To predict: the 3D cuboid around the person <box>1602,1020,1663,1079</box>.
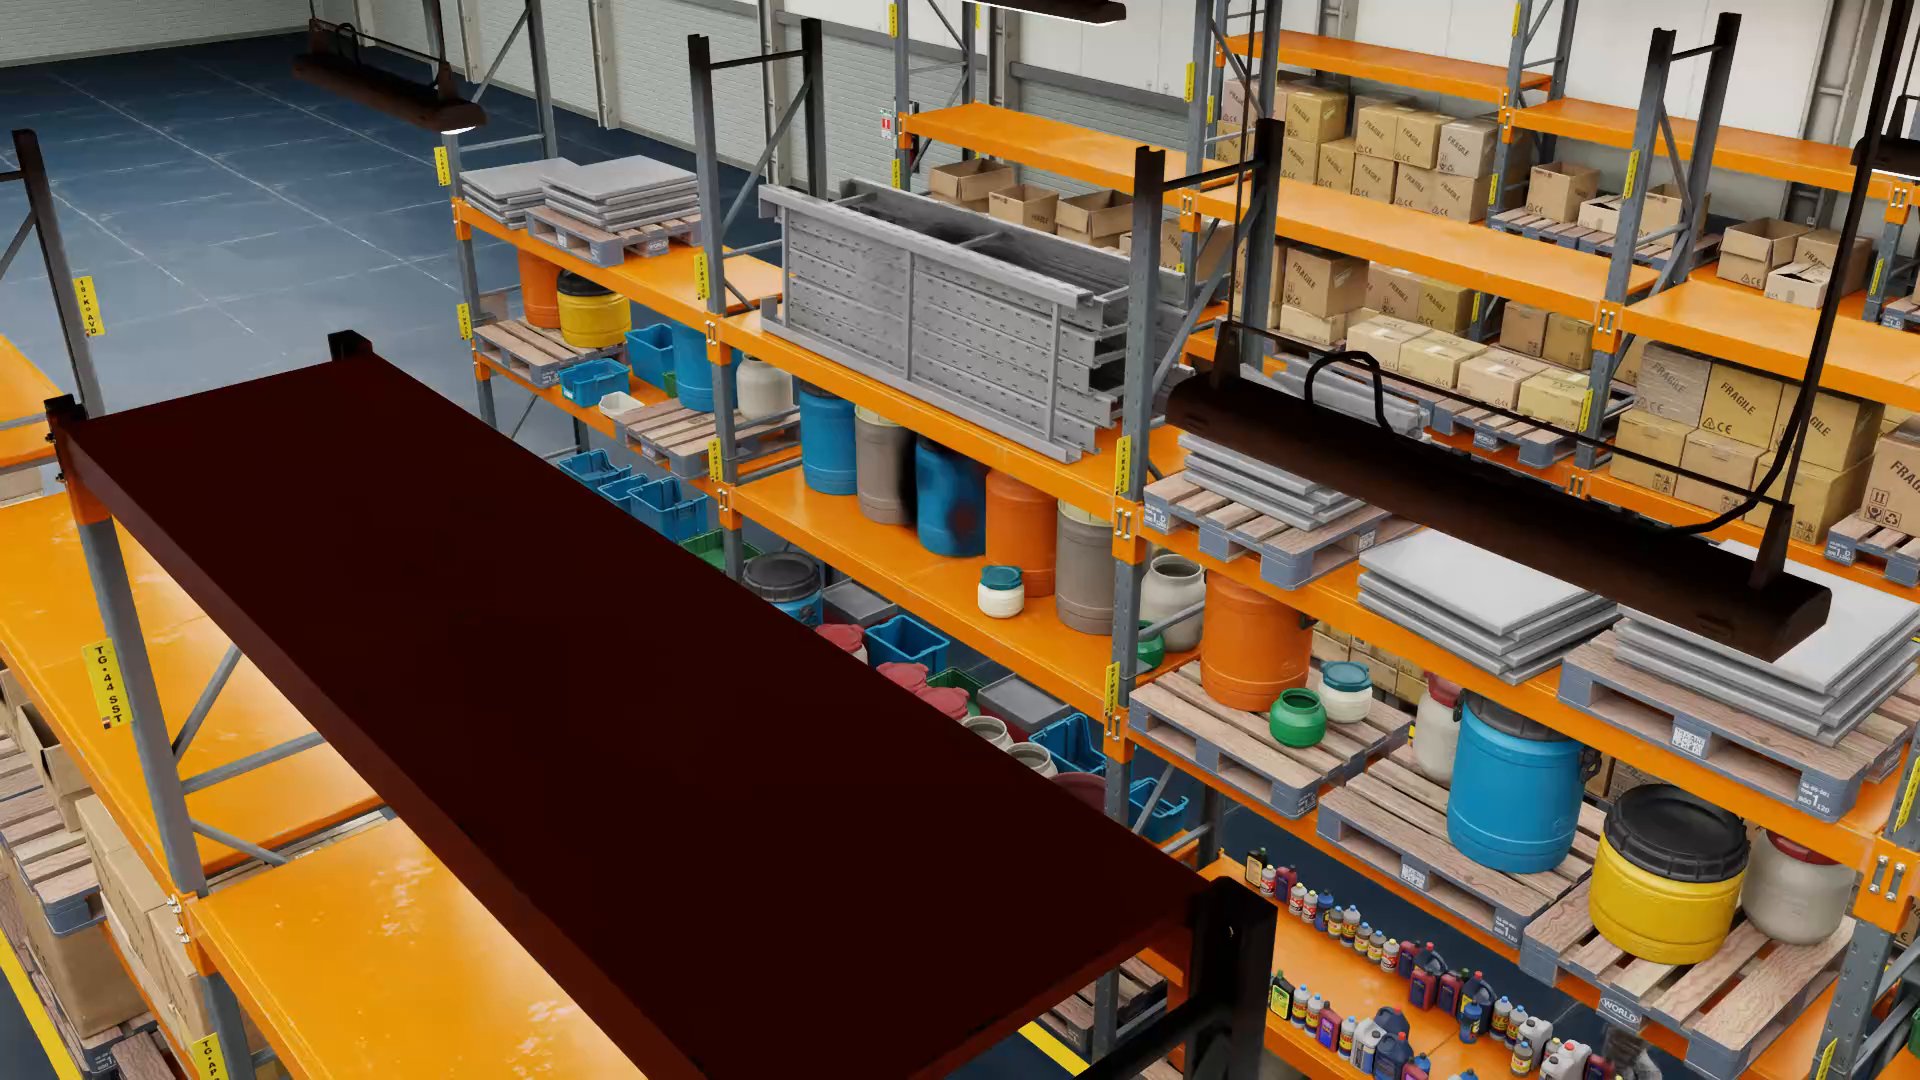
[{"bbox_3d":[4.100,2.843,10.051,0.674,1.739,0.593,-23,35,-37],"label":"person"}]
